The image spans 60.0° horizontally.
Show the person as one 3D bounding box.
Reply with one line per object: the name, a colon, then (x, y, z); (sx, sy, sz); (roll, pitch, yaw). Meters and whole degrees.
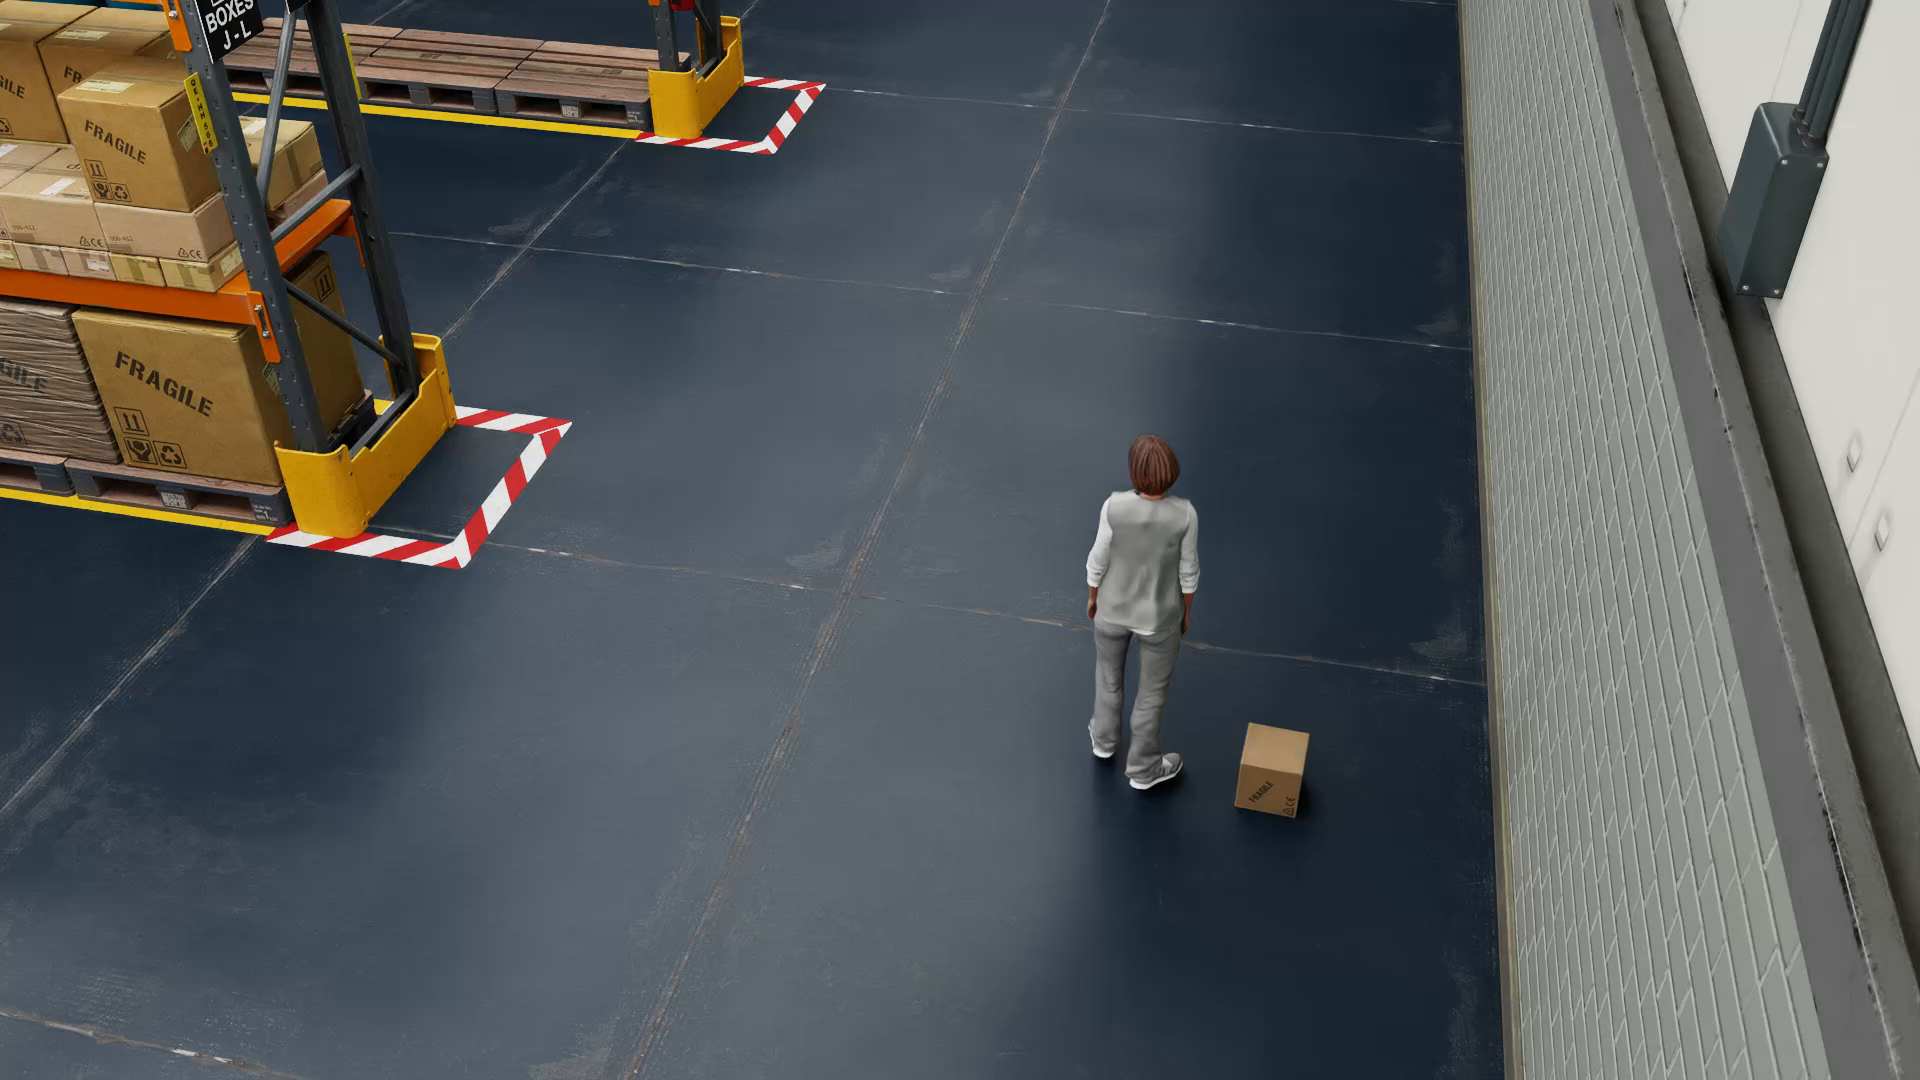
person: (0.708, 0.017, 6.358); (0.435, 0.925, 0.328); (11, 38, 14)
